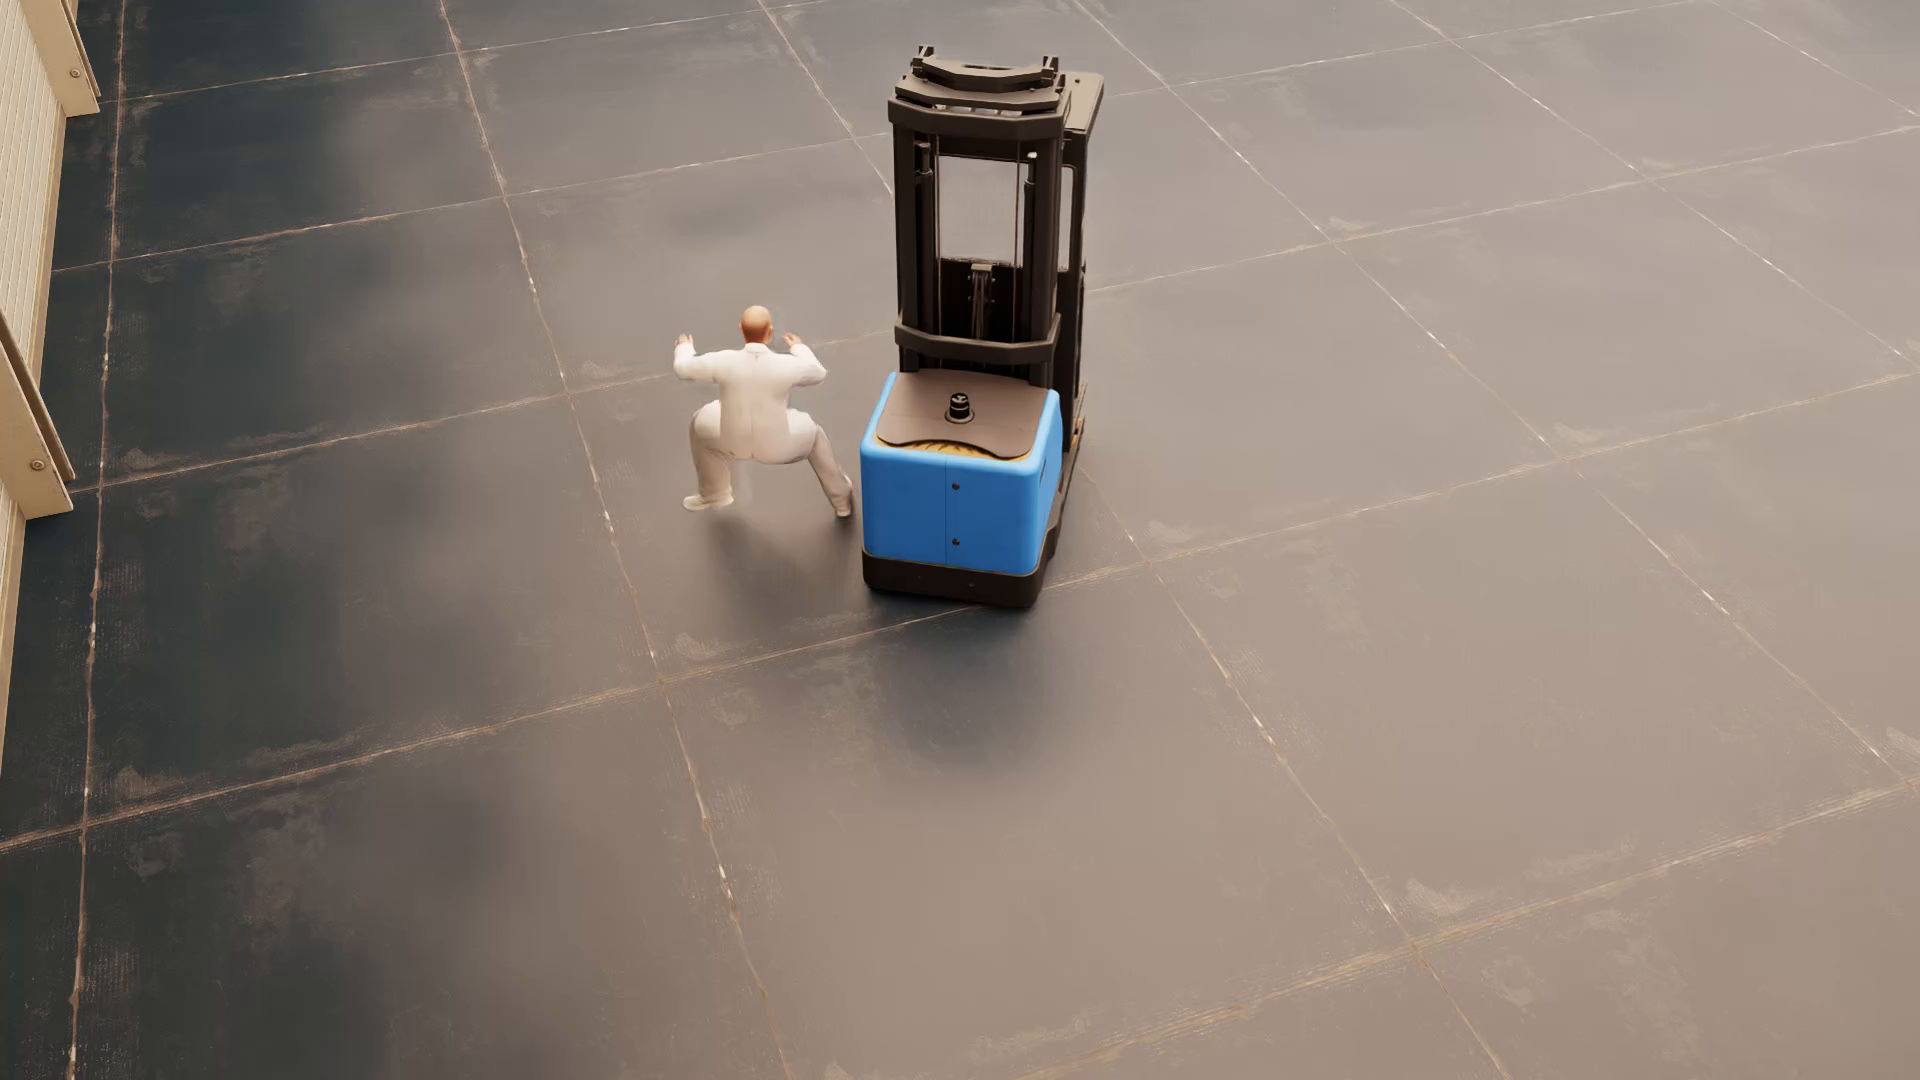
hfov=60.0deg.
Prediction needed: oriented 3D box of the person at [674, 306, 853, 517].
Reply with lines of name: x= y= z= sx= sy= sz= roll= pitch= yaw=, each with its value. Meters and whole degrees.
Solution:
person: x=-1.204 y=-0.803 z=9.988 sx=1.065 sy=1.520 sz=0.771 roll=2 pitch=40 yaw=2

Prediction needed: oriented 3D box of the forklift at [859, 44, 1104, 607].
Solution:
forklift: x=0.217 y=-1.684 z=10.002 sx=1.130 sy=2.935 sz=3.031 roll=7 pitch=41 yaw=9
